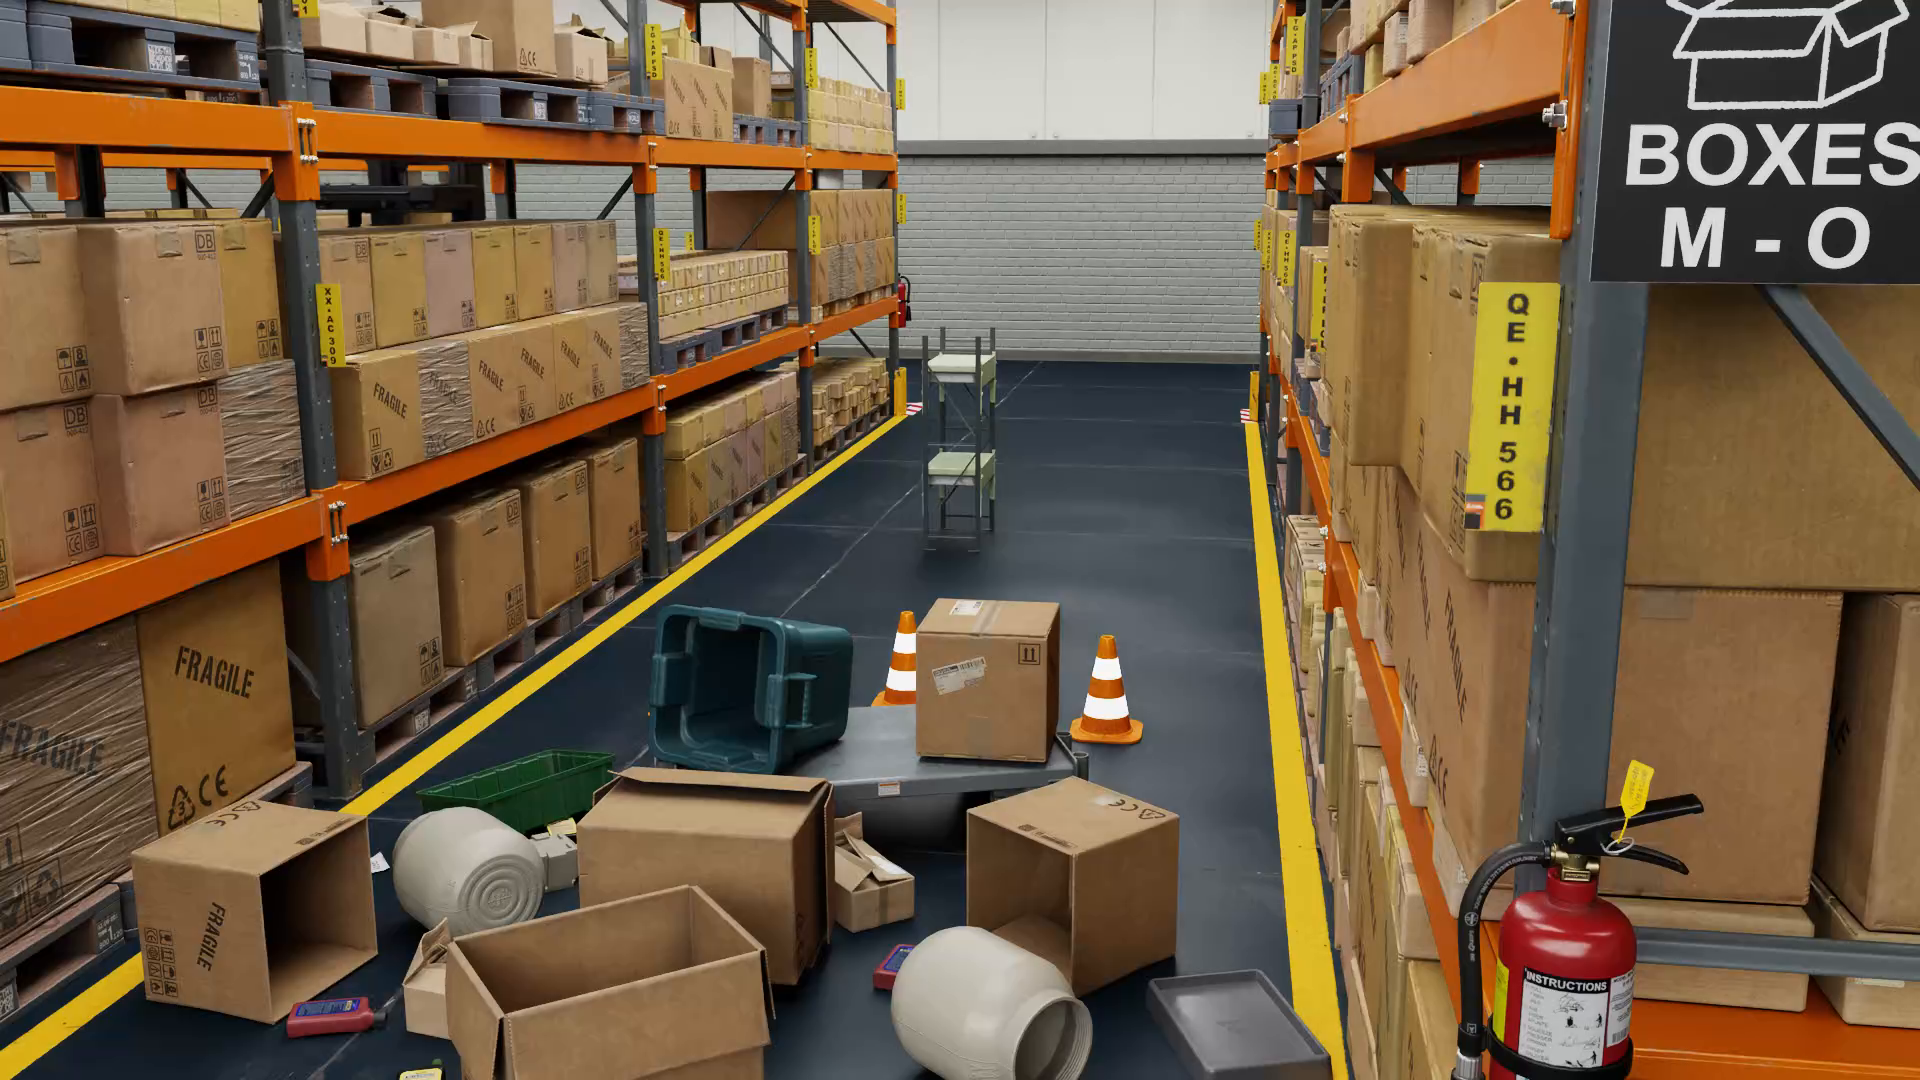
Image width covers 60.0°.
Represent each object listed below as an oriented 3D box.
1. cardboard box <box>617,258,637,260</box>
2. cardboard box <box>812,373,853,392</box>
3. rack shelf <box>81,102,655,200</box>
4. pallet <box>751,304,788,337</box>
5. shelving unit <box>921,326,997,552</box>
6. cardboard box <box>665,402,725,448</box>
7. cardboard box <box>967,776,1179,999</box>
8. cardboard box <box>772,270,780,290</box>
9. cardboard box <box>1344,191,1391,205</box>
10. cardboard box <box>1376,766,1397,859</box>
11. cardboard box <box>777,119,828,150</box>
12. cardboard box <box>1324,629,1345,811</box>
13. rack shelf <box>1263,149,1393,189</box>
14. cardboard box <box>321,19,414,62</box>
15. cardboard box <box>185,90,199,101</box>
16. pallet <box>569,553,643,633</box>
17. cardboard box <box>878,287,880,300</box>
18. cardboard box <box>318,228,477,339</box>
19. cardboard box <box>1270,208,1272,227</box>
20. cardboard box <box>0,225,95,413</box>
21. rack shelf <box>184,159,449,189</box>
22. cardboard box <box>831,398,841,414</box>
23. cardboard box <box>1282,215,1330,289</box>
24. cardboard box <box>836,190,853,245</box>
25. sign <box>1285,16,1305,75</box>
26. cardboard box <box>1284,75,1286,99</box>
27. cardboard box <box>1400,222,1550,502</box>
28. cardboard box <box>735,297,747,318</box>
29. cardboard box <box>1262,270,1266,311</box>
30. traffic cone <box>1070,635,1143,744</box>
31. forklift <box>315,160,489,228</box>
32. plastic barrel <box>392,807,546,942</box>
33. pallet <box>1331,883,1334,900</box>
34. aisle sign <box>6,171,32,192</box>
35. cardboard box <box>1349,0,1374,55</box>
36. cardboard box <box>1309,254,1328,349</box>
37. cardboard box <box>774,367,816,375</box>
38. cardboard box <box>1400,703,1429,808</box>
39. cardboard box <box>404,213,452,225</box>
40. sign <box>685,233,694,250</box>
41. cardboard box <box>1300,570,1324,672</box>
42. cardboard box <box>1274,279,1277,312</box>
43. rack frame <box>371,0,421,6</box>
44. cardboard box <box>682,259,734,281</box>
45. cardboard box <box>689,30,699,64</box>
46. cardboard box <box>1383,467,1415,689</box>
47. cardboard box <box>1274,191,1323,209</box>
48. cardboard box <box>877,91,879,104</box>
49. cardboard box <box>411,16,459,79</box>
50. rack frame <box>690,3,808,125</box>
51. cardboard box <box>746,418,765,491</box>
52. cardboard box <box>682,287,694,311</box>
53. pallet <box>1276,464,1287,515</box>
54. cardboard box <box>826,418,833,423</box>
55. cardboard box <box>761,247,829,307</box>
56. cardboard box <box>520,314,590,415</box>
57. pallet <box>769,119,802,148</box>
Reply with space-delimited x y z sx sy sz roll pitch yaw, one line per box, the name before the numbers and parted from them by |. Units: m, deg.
cardboard box | -2.548 -2.047 12.558 0.380 0.149 0.250 2 12 10
cardboard box | -1.274 -1.558 16.460 0.380 0.149 0.250 2 12 9
rack shelf | -2.720 -1.932 8.424 1.077 0.370 4.000 2 12 9
pallet | -2.058 -1.818 13.764 1.003 0.211 1.213 2 12 9
shelving unit | -0.001 -0.732 11.829 0.431 1.500 0.755 2 12 9
cardboard box | -1.989 -0.824 11.856 0.500 0.250 0.500 2 12 8
cardboard box | 0.370 1.138 5.518 0.500 0.500 0.500 -10 16 -40
cardboard box | -1.702 -2.150 13.742 0.380 0.149 0.250 2 12 9
cardboard box | 3.415 -2.839 13.895 0.380 0.149 0.250 2 12 8
cardboard box | 1.204 0.666 3.994 0.380 0.149 0.250 2 12 11
cardboard box | -1.465 -3.547 14.567 0.500 0.250 0.500 3 12 12
cardboard box | 1.522 0.625 5.723 0.500 0.500 0.500 2 12 11
rack shelf | 3.417 -3.458 15.505 1.077 0.370 4.000 2 12 9
cardboard box | -2.623 -2.206 7.352 0.250 0.149 0.380 2 12 9
cardboard box | -6.762 -3.847 14.371 0.700 0.500 0.500 2 12 10
pallet | -2.608 0.292 10.140 1.003 0.211 1.213 2 12 9
cardboard box | -1.052 -2.596 17.513 0.380 0.149 0.250 2 12 8
cardboard box | -2.802 -1.254 8.082 0.700 0.500 0.500 2 12 9
cardboard box | 2.996 -2.677 14.683 0.500 0.500 0.500 2 12 8
cardboard box | -3.307 -0.700 5.202 0.875 0.550 0.550 2 12 9
rack shelf | -6.375 -3.779 16.995 1.077 0.370 4.000 2 12 9
cardboard box | -1.363 -1.308 16.008 0.380 0.149 0.250 2 12 11
cardboard box | 2.469 -1.958 11.348 0.500 0.500 0.500 2 12 9
cardboard box | -1.314 -3.047 15.697 0.500 0.500 0.500 2 12 10
sign | 1.947 -2.871 9.662 0.100 0.325 0.005 2 12 9
cardboard box | 2.483 -3.164 11.755 0.396 0.266 0.258 3 13 13
cardboard box | 1.212 -0.330 3.089 0.700 0.500 0.500 2 12 9
cardboard box | -1.860 -1.788 12.770 0.380 0.149 0.250 2 12 11
cardboard box | 3.221 -2.506 16.264 0.500 0.500 0.500 2 12 8
traffic cone | 0.687 0.675 7.761 0.336 0.463 0.334 2 12 9
forklift | -4.458 -1.793 13.354 1.130 2.935 3.031 2 12 9
plastic barrel | -1.686 1.145 5.677 0.421 0.421 0.512 -10 16 -40
pallet | 1.811 1.243 5.725 1.003 0.211 1.213 2 12 9
aisle sign | -11.244 -4.536 19.752 0.394 0.787 0.004 2 12 9
cardboard box | 1.541 -1.717 5.370 0.500 0.250 0.500 2 12 7
cardboard box | 2.048 -1.188 8.445 0.500 0.500 0.500 2 12 10
cardboard box | -1.695 -1.682 17.035 0.380 0.149 0.250 2 12 11
cardboard box | 1.110 0.446 3.401 0.380 0.149 0.250 2 12 10
cardboard box | -5.882 -3.409 18.562 0.500 0.500 0.500 2 12 9
sign | -2.334 -2.505 14.443 0.100 0.325 0.005 2 12 9
cardboard box | 2.170 0.414 8.192 0.950 0.372 0.625 2 12 11
cardboard box | 2.607 -1.802 12.402 0.500 0.250 0.500 2 12 9
rack frame | -6.067 -6.013 18.535 1.000 3.000 0.127 2 12 9
cardboard box | -1.907 -2.022 12.443 0.380 0.149 0.250 2 12 8
cardboard box | -1.998 -3.360 11.288 0.396 0.266 0.258 2 12 9
cardboard box | 1.237 0.047 3.712 0.500 0.500 0.500 2 12 8
cardboard box | 2.843 -2.856 13.974 0.380 0.149 0.250 2 12 7
cardboard box | -1.056 -4.603 17.337 0.380 0.149 0.250 2 12 9
cardboard box | -2.897 -2.555 8.589 0.500 0.311 0.500 2 12 8
rack frame | -1.797 -4.999 13.828 1.000 3.000 0.127 2 12 9
cardboard box | -1.824 -0.674 12.936 0.500 0.500 0.500 2 12 7
cardboard box | -2.062 -1.667 11.504 0.380 0.149 0.250 1 12 7
pallet | 3.066 -0.400 13.350 1.003 0.211 1.213 2 12 9
cardboard box | -1.396 -1.052 15.524 0.380 0.149 0.250 2 12 8
cardboard box | -1.472 -2.355 14.858 0.500 0.500 0.500 2 12 8
cardboard box | -2.371 -0.972 9.146 0.500 0.500 0.500 2 12 8
pallet | -1.997 -3.315 13.583 1.213 0.211 1.003 2 12 9
